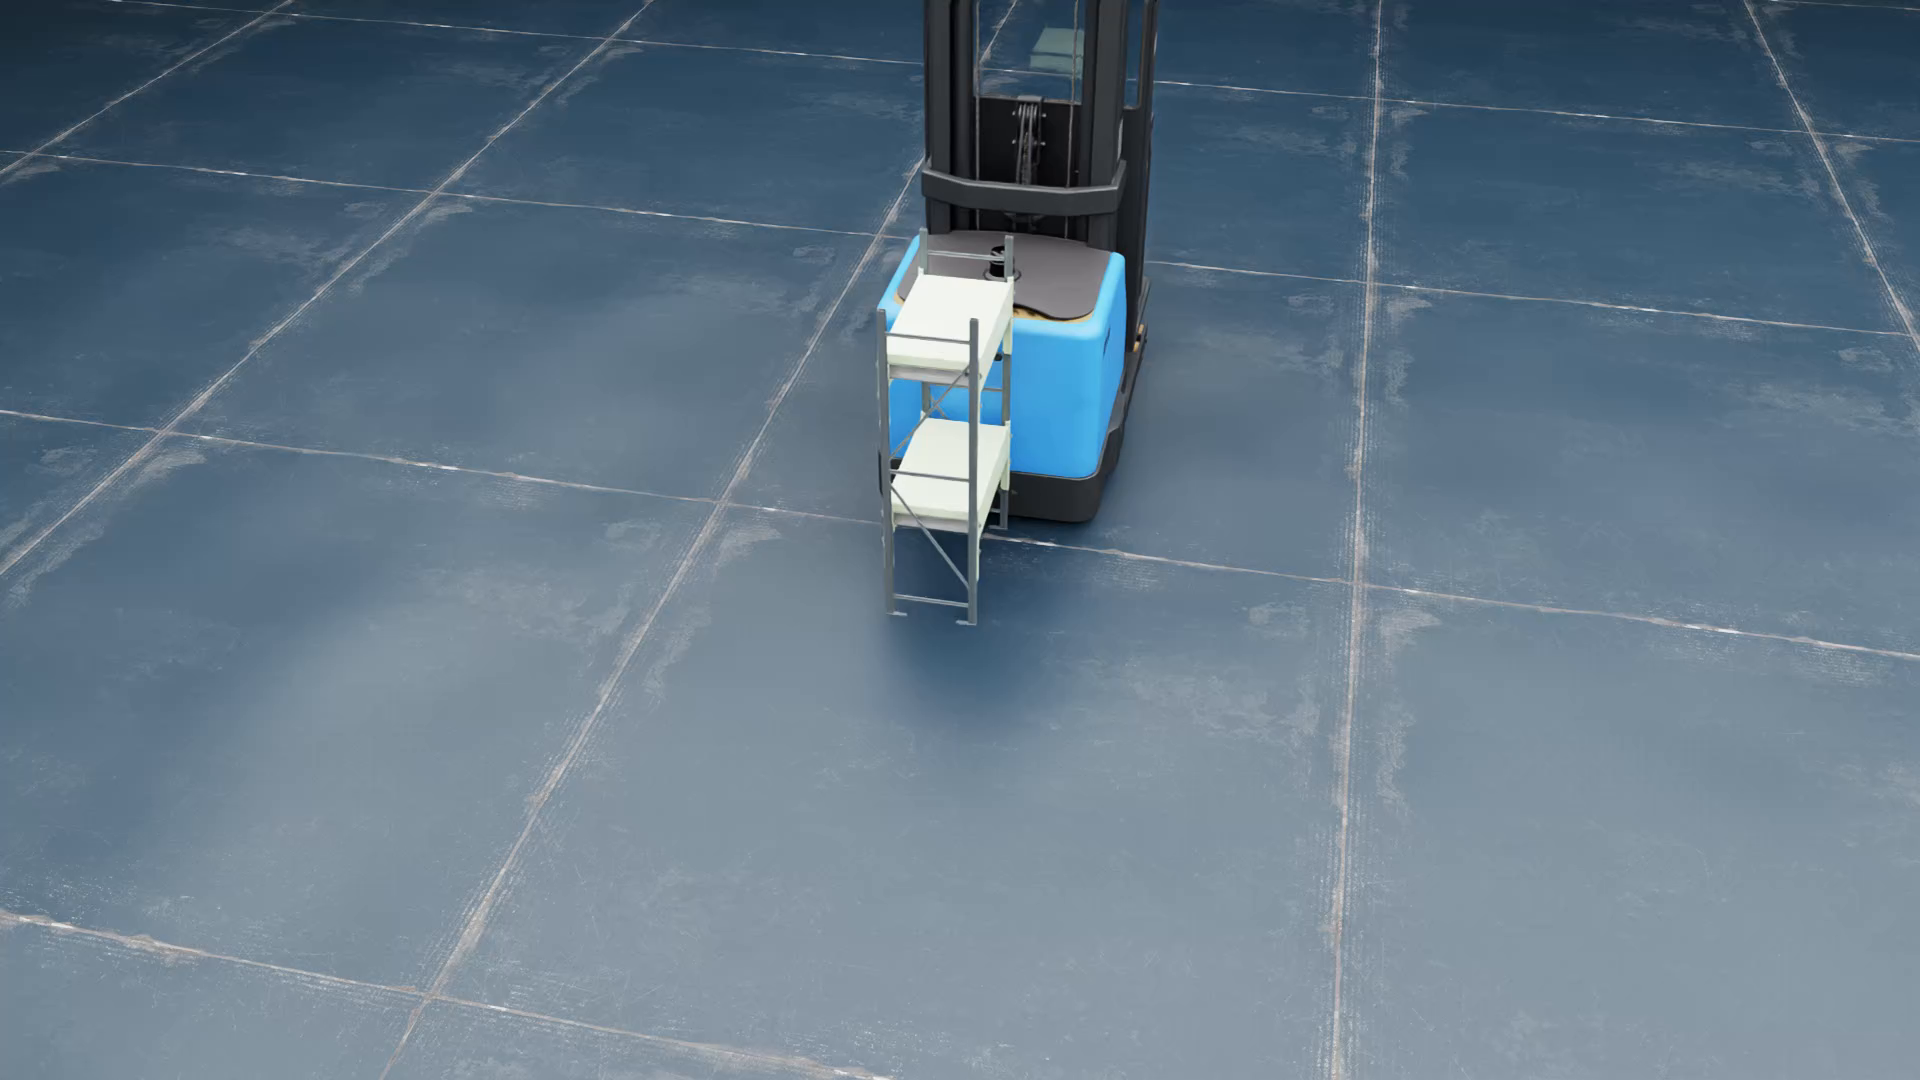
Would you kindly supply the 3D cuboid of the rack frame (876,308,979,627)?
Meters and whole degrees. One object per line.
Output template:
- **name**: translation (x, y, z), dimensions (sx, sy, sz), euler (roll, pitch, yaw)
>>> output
- **rack frame**: translation (-0.126, -0.259, 6.830), dimensions (0.400, 1.500, 0.023), euler (7, 37, 10)

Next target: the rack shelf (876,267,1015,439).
- **rack shelf**: translation (-0.050, -0.785, 6.891), dimensions (0.431, 0.370, 0.720), euler (7, 37, 10)

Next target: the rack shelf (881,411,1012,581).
- **rack shelf**: translation (-0.050, -0.205, 7.311), dimensions (0.431, 0.370, 0.720), euler (7, 37, 10)

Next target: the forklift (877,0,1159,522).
- **forklift**: translation (0.421, -2.132, 8.194), dimensions (1.130, 2.935, 3.031), euler (7, 37, 10)

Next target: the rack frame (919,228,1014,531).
- **rack frame**: translation (0.026, -0.680, 7.410), dimensions (0.400, 1.500, 0.023), euler (7, 37, 10)

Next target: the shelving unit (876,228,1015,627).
- **shelving unit**: translation (-0.050, -0.469, 7.120), dimensions (0.431, 1.500, 0.755), euler (7, 37, 10)
